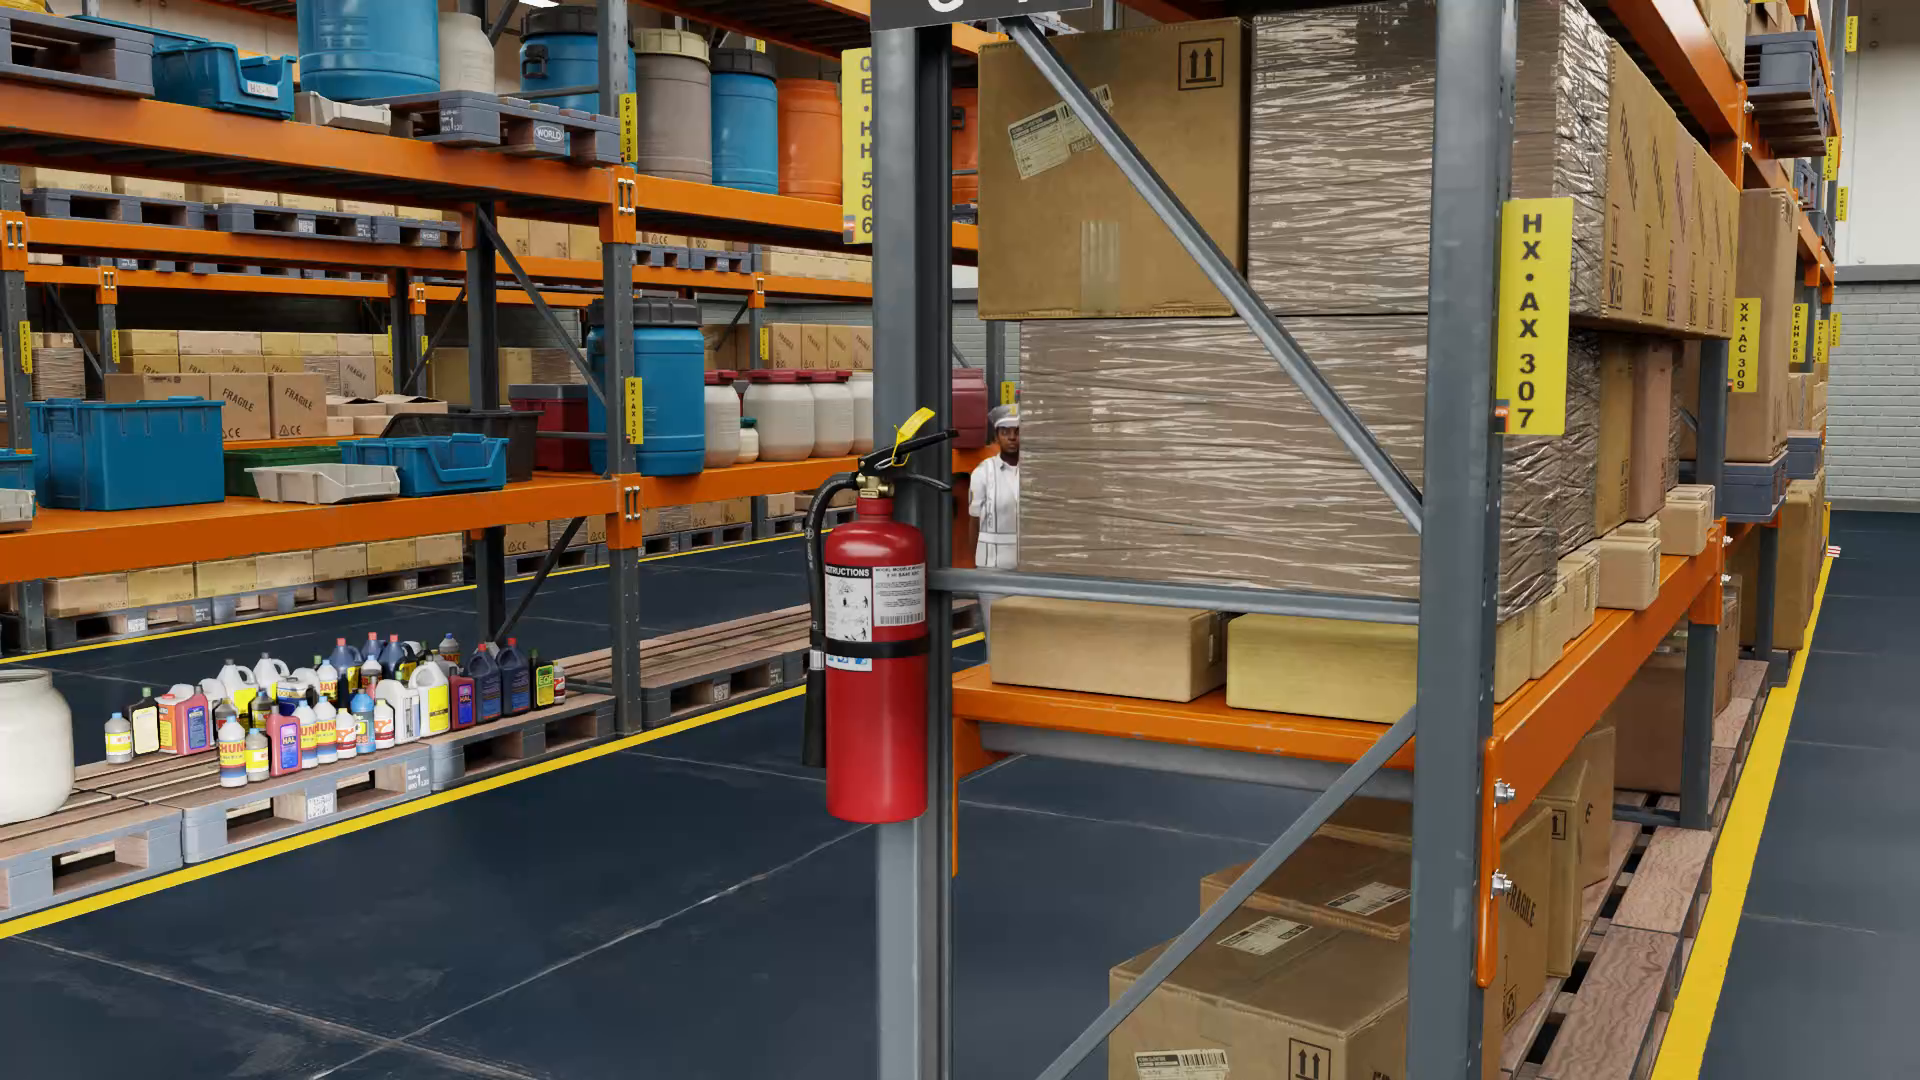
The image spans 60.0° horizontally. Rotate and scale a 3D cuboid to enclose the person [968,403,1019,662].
[{"bbox_3d":[0.286,0.129,8.387,0.442,1.634,0.989,-1,6,-12],"label":"person"}]
